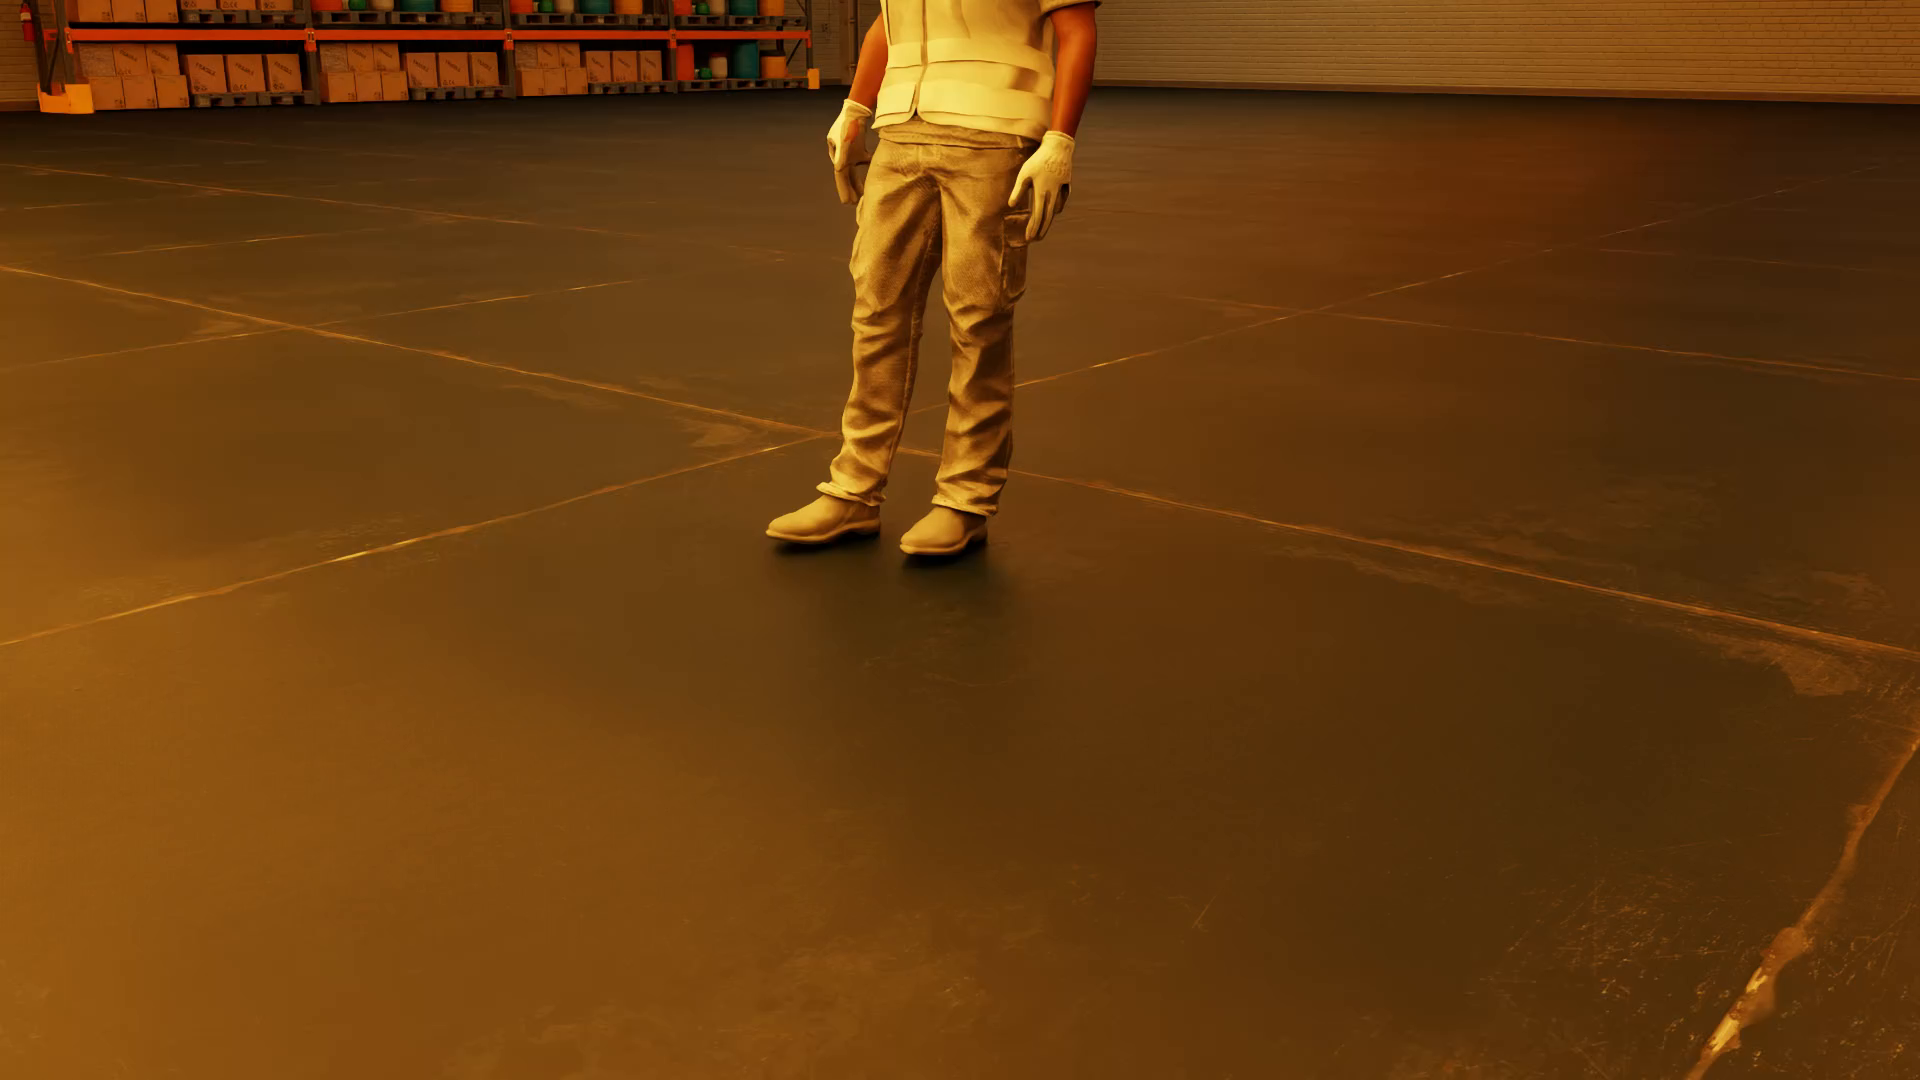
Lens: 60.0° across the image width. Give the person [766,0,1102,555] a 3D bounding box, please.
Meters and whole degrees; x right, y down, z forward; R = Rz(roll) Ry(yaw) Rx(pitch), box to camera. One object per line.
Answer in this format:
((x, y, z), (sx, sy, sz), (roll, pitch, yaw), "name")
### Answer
((-0.053, -0.846, 3.632), (0.657, 1.785, 0.575), (13, 21, 37), "person")
